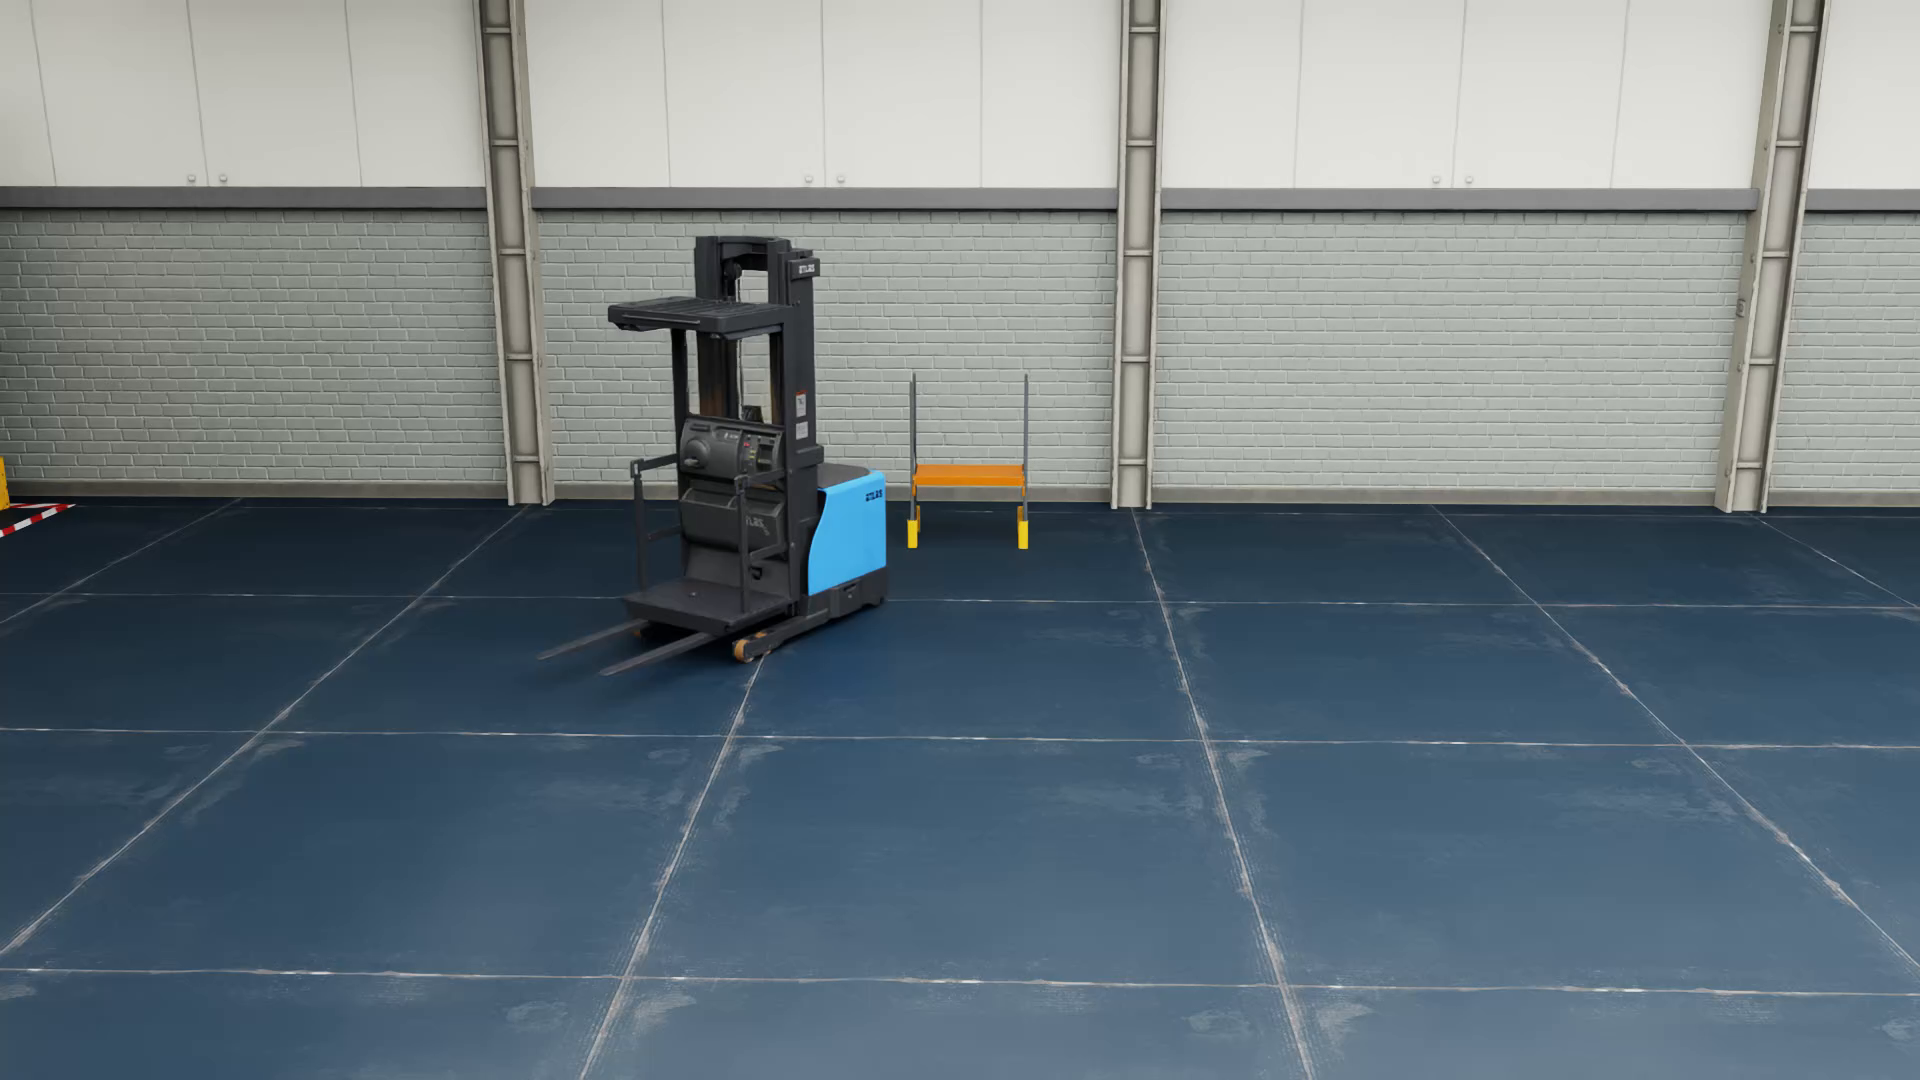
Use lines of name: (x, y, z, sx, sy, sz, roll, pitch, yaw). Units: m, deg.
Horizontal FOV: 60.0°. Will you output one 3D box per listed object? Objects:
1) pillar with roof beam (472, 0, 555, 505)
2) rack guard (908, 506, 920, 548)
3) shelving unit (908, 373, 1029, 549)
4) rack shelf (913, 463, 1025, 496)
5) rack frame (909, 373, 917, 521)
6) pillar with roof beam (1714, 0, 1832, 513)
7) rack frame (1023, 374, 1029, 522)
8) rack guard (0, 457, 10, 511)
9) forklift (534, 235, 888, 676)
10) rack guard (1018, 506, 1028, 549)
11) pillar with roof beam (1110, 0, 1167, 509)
pillar with roof beam: (-4.411, -3.639, 11.405, 0.400, 9.000, 9.100, 0, 15, 1)
rack guard: (-0.422, -0.124, 15.229, 0.087, 0.250, 0.587, 0, 15, 1)
shelving unit: (0.076, -0.725, 15.057, 1.083, 1.500, 0.587, 0, 15, 1)
rack shelf: (0.085, -0.551, 15.102, 1.000, 0.185, 0.538, 0, 15, 1)
rack frame: (-0.423, -0.728, 15.069, 0.032, 1.500, 0.500, 0, 15, 1)
pillar with roof beam: (7.585, -3.561, 11.108, 0.400, 9.000, 9.100, 0, 15, 1)
rack frame: (0.593, -0.721, 15.044, 0.032, 1.500, 0.500, 0, 15, 1)
rack guard: (-9.602, -0.432, 15.909, 0.348, 0.500, 1.175, 0, 15, 1)
forklift: (-1.801, -0.675, 12.063, 1.130, 2.935, 3.031, 9, 17, 32)
rack guard: (0.574, -0.117, 15.204, 0.087, 0.250, 0.587, 0, 15, 1)
pillar with roof beam: (1.587, -3.600, 11.256, 0.400, 9.000, 9.100, 0, 15, 1)
